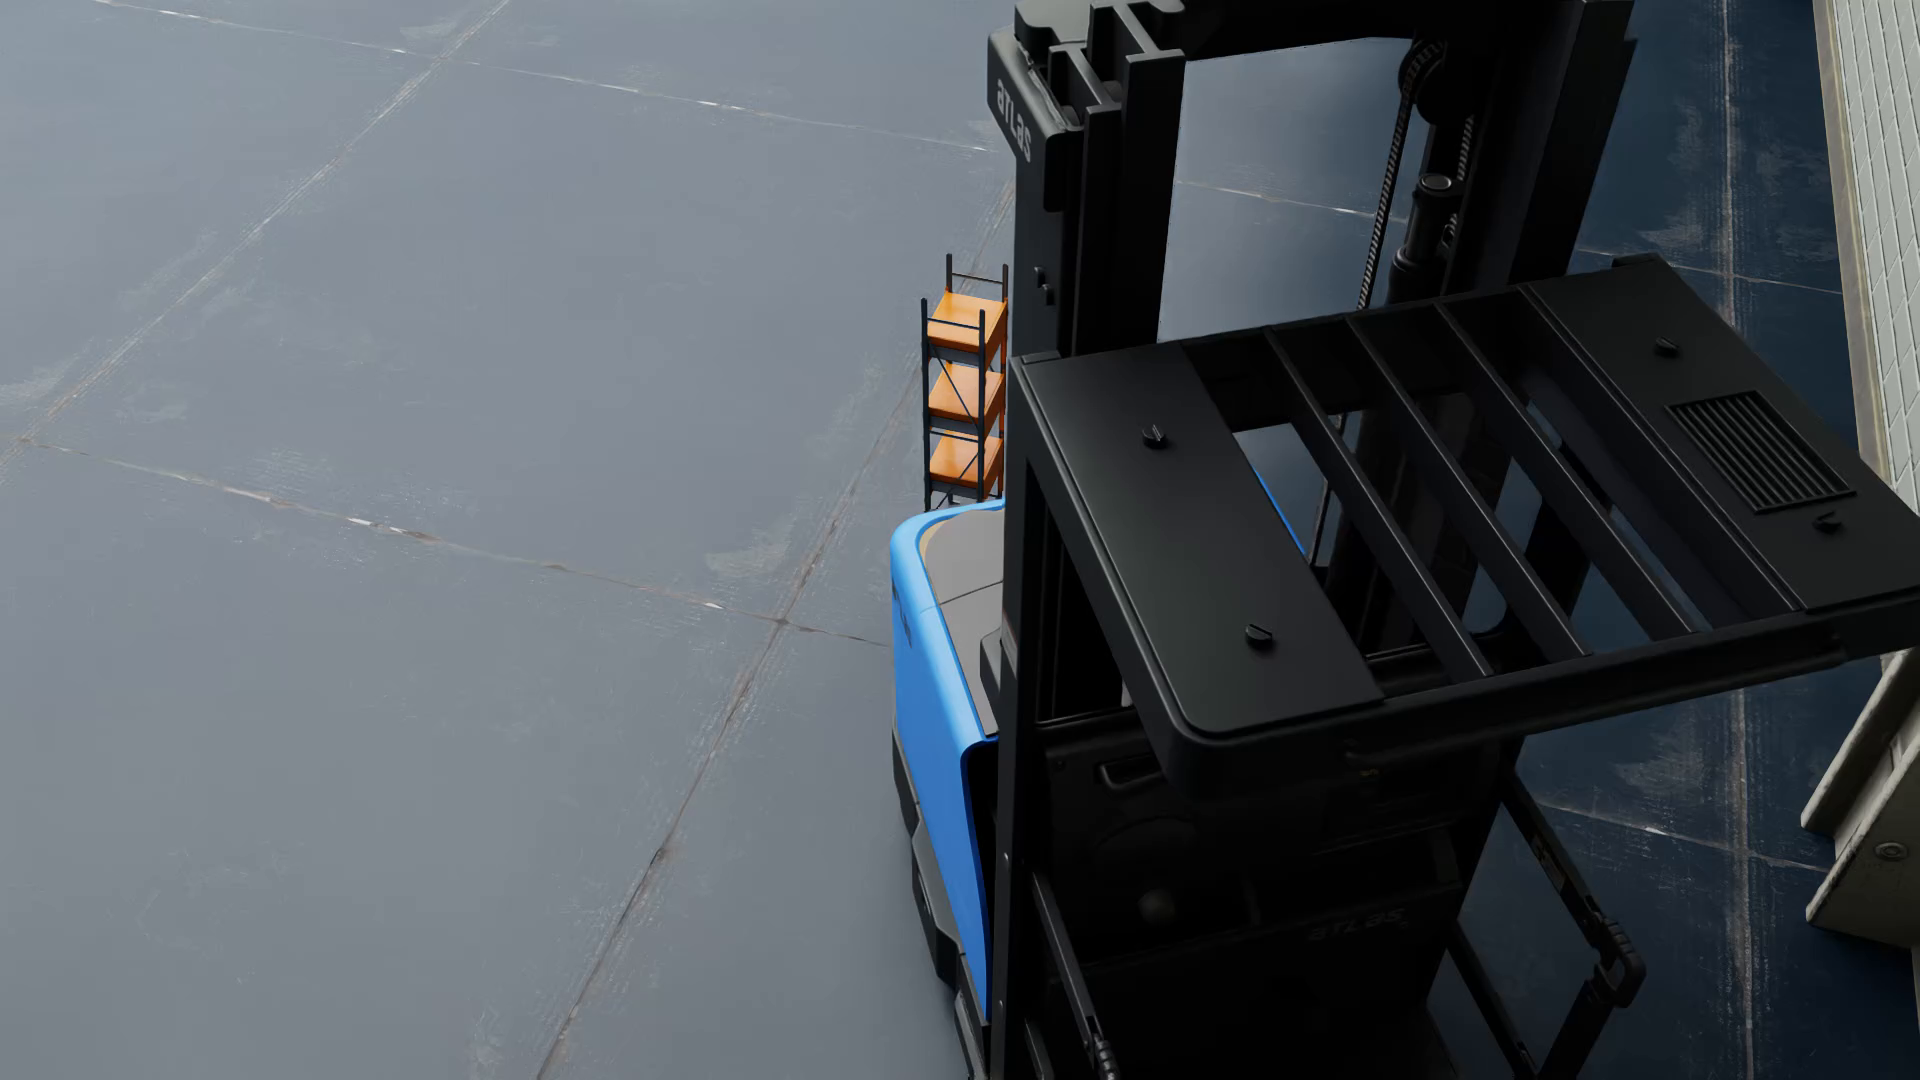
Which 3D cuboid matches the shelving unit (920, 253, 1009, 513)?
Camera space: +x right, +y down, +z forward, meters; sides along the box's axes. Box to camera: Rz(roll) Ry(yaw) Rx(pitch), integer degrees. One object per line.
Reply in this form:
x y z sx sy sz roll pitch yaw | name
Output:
0.016 -0.411 5.419 0.215 1.050 0.252 13 46 13 | shelving unit

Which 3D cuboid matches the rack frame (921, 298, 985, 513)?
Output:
-0.021 -0.330 5.336 0.200 1.050 0.008 13 46 13 | rack frame

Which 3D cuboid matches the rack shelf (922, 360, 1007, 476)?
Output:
0.016 -0.403 5.427 0.215 0.259 0.240 13 46 13 | rack shelf

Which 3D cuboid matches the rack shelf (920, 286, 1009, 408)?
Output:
0.016 -0.606 5.228 0.215 0.259 0.240 13 46 13 | rack shelf

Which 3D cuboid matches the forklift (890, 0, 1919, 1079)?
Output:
0.673 0.574 3.068 1.130 2.935 3.031 -10 45 -10 | forklift

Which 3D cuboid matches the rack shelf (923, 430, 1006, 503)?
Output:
0.016 -0.205 5.621 0.215 0.259 0.240 13 46 13 | rack shelf

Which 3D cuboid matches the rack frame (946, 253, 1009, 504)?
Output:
0.053 -0.492 5.502 0.200 1.050 0.008 13 46 13 | rack frame
